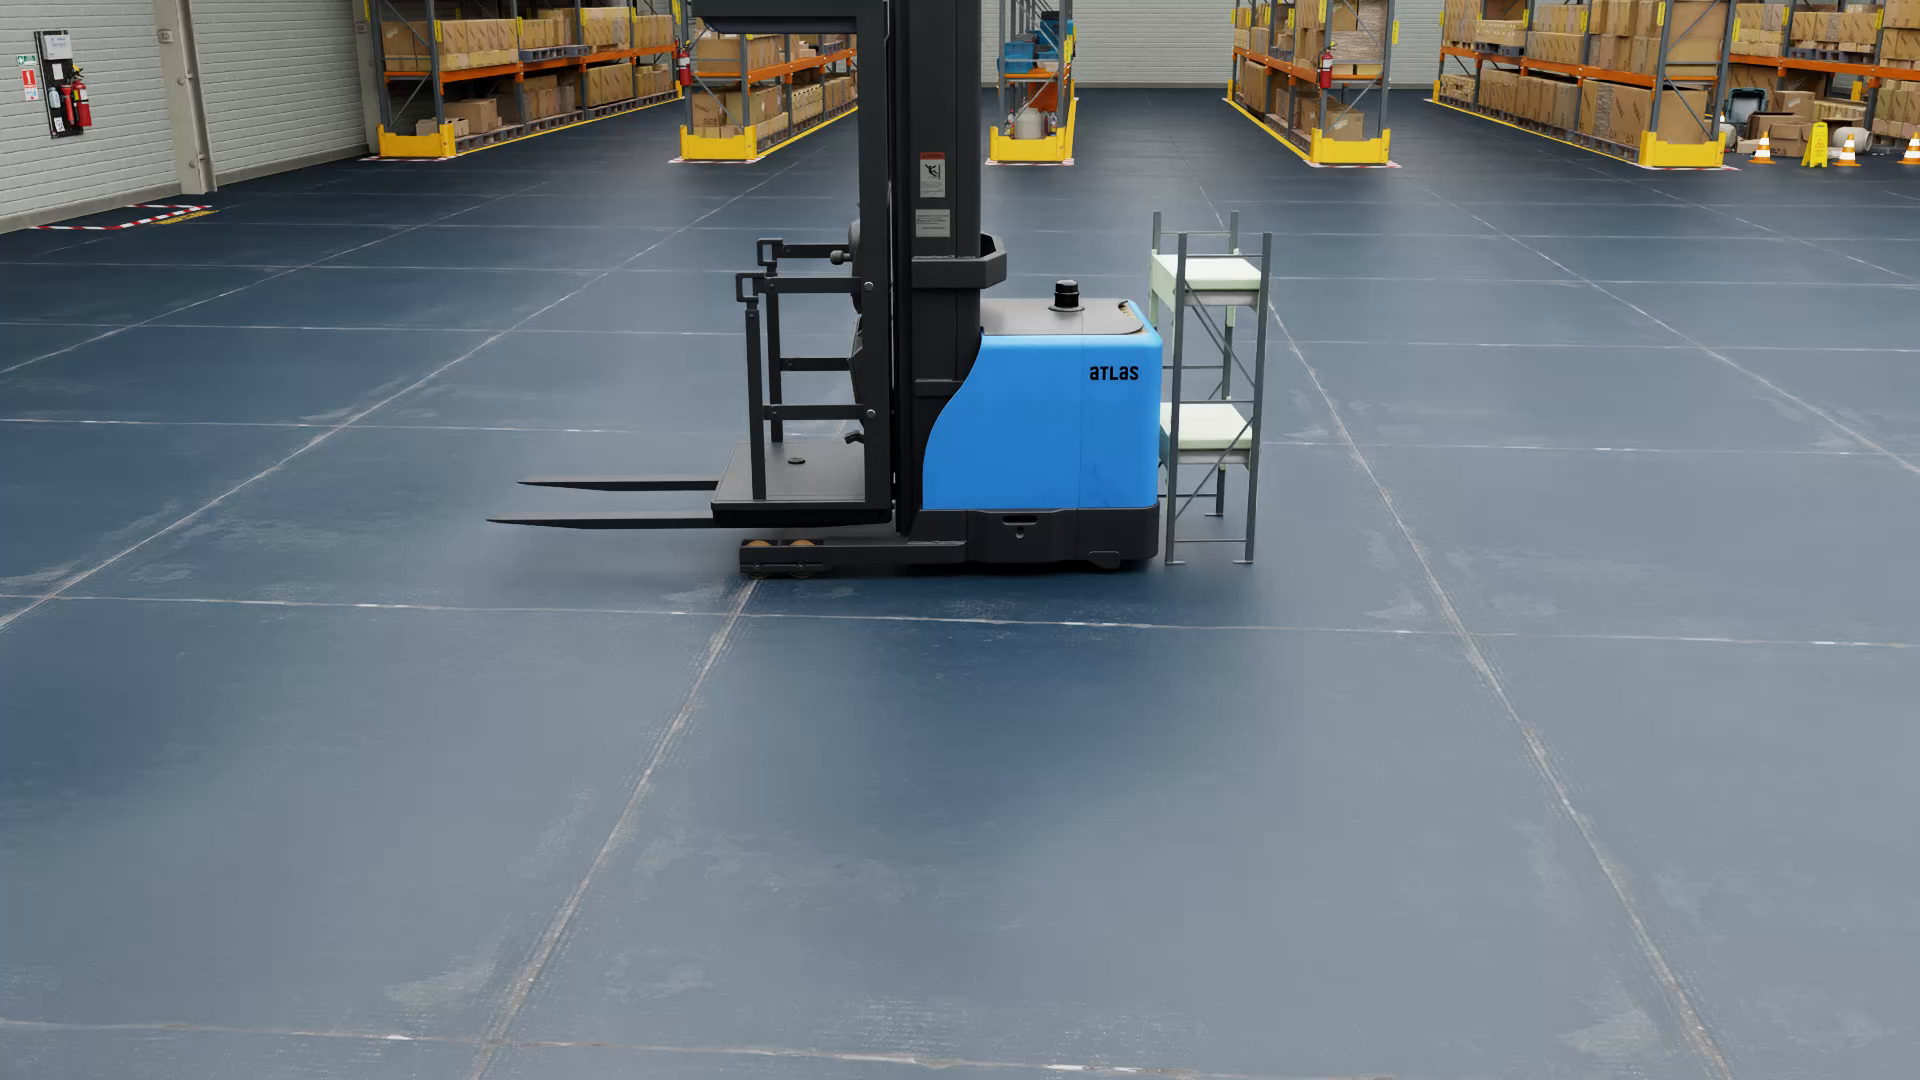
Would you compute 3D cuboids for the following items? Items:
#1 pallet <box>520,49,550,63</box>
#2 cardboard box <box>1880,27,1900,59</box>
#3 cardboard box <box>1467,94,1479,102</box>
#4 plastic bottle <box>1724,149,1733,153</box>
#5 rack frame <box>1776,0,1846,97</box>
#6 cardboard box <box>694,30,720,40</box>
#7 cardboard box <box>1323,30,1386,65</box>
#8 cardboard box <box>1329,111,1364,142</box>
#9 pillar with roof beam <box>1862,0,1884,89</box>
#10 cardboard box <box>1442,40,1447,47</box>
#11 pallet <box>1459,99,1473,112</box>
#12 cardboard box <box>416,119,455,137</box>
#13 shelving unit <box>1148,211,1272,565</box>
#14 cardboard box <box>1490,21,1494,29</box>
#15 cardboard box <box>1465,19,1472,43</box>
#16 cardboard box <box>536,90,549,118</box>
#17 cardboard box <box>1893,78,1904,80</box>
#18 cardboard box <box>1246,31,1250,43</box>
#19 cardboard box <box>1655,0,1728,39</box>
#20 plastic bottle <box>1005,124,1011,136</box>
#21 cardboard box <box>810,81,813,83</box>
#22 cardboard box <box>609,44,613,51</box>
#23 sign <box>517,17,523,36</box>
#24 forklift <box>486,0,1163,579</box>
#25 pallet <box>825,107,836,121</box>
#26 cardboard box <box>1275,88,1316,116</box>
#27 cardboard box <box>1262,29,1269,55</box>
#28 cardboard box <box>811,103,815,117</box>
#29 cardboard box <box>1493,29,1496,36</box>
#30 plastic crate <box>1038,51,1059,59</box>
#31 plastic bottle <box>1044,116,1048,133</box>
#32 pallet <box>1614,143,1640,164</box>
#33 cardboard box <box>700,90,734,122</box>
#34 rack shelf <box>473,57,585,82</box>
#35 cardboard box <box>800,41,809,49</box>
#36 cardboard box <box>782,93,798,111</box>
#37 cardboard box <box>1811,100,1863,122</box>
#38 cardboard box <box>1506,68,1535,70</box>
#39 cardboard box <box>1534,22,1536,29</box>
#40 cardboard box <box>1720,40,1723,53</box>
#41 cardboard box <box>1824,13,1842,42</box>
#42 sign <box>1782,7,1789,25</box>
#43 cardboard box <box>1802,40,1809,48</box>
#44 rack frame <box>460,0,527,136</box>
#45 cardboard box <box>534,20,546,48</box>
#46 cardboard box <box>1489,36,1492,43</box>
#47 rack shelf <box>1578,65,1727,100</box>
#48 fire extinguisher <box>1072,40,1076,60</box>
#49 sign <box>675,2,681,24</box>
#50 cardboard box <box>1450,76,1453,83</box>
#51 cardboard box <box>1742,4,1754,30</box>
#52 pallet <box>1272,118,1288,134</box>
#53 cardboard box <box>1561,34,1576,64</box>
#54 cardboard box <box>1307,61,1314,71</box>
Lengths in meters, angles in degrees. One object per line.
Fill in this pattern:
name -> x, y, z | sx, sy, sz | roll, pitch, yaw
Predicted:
pallet -> -8.289, -9.011, 30.913 | 1.003, 0.211, 1.213 | 1, 18, 4
cardboard box -> 15.908, -8.373, 28.021 | 0.500, 0.500, 0.500 | 1, 18, 4
cardboard box -> 11.535, -9.853, 37.079 | 0.380, 0.149, 0.250 | 2, 18, 5
plastic bottle -> 12.564, -6.407, 27.377 | 0.283, 0.061, 0.133 | -5, 19, -15
rack frame -> 16.504, -9.557, 32.272 | 1.000, 3.000, 0.127 | 1, 18, 4
cardboard box -> -3.997, -7.995, 26.302 | 0.380, 0.149, 0.250 | 1, 18, 3
cardboard box -> 6.113, -7.653, 25.822 | 0.875, 0.500, 0.500 | 1, 18, 4
cardboard box -> 6.108, -6.499, 26.279 | 0.500, 0.500, 0.500 | 5, 19, 14
pillar with roof beam -> 18.827, -15.696, 41.374 | 9.100, 9.000, 0.400 | 1, 18, 4
cardboard box -> 11.783, -11.908, 39.851 | 0.380, 0.149, 0.250 | 1, 18, 3
pallet -> 11.860, -9.763, 37.378 | 1.003, 0.211, 1.213 | 1, 18, 4
cardboard box -> -8.636, -6.770, 27.377 | 0.500, 0.311, 0.500 | -1, 18, -2
shelving unit -> 1.125, -0.720, 7.712 | 0.431, 1.500, 0.755 | -1, 18, -2
cardboard box -> 11.268, -10.728, 34.619 | 0.380, 0.149, 0.250 | 2, 18, 6
cardboard box -> 11.638, -11.385, 37.213 | 0.500, 0.500, 0.500 | 1, 18, 2
cardboard box -> -8.389, -8.437, 32.162 | 0.700, 0.500, 0.500 | 1, 18, 5
cardboard box -> 21.653, -10.329, 37.969 | 0.500, 0.500, 0.500 | 2, 18, 5
cardboard box -> 6.677, -11.234, 37.152 | 0.500, 0.250, 0.500 | 1, 18, 3
cardboard box -> 11.052, -7.850, 25.089 | 0.875, 0.550, 0.550 | 1, 18, 4
plastic bottle -> 0.801, -6.864, 27.840 | 0.097, 0.201, 0.097 | 0, 18, 0
cardboard box -> -3.390, -9.478, 35.340 | 0.500, 0.500, 0.500 | 1, 18, 2
cardboard box -> -7.792, -10.738, 36.246 | 0.380, 0.149, 0.250 | 1, 18, 2
sign -> -7.947, -9.269, 30.004 | 0.100, 0.325, 0.005 | 1, 18, 4
forklift -> -0.630, -1.388, 7.452 | 3.031, 2.935, 1.130 | 0, 18, -1
pallet -> -3.169, -8.906, 34.765 | 1.003, 0.211, 1.213 | 1, 18, 4
cardboard box -> 6.592, -8.591, 32.632 | 0.700, 0.500, 0.500 | 0, 18, 1
cardboard box -> 6.450, -10.139, 33.889 | 0.500, 0.500, 0.500 | 1, 18, 3
cardboard box -> -3.128, -8.408, 32.508 | 0.500, 0.250, 0.500 | 2, 18, 5
cardboard box -> 11.250, -10.502, 34.408 | 0.380, 0.149, 0.250 | 1, 18, 3
plastic crate -> 1.584, -8.226, 28.449 | 0.499, 0.251, 0.616 | 1, 18, 4
plastic bottle -> 1.476, -7.150, 28.583 | 0.061, 0.283, 0.133 | 1, 18, 4
pallet -> 10.966, -6.076, 26.129 | 1.003, 0.211, 1.213 | 1, 18, 4
cardboard box -> -4.035, -7.249, 27.767 | 0.500, 0.500, 0.500 | 1, 18, 4
rack shelf -> -8.345, -9.147, 32.176 | 1.077, 0.370, 4.000 | 1, 18, 4
cardboard box -> -3.330, -9.846, 33.298 | 0.500, 0.311, 0.500 | 2, 18, 7
cardboard box -> -3.269, -8.040, 30.485 | 0.500, 0.311, 0.500 | 1, 18, 4
cardboard box -> 16.409, -8.103, 31.381 | 0.950, 0.372, 0.625 | 1, 18, 3
cardboard box -> 12.045, -10.010, 35.789 | 0.500, 0.250, 0.500 | 1, 18, 2
cardboard box -> 11.862, -10.464, 33.815 | 0.380, 0.149, 0.250 | 2, 18, 6
cardboard box -> 16.461, -10.437, 35.198 | 0.500, 0.250, 0.500 | 1, 18, 3
cardboard box -> 16.136, -9.329, 30.263 | 0.500, 0.500, 0.500 | 1, 18, 2
sign -> 15.951, -10.119, 32.127 | 0.100, 0.325, 0.005 | 1, 18, 4
cardboard box -> 16.176, -9.369, 31.429 | 0.380, 0.149, 0.250 | 0, 18, 0
rack frame -> -8.489, -8.868, 30.169 | 1.000, 3.000, 0.127 | 1, 18, 4
cardboard box -> -8.355, -9.660, 31.720 | 0.700, 0.500, 0.500 | 4, 19, 11
cardboard box -> 11.271, -10.441, 34.699 | 0.380, 0.149, 0.250 | 1, 18, 3
rack shelf -> 11.130, -7.431, 26.939 | 1.077, 0.370, 4.000 | 1, 18, 4
fire extinguisher -> 2.717, -12.196, 41.050 | 0.296, 0.674, 0.183 | 1, 18, 4
sign -> -4.374, -8.195, 25.876 | 0.100, 0.325, 0.005 | 1, 18, 4
cardboard box -> 11.776, -10.851, 39.169 | 0.380, 0.149, 0.250 | 0, 18, 1
cardboard box -> 16.395, -10.717, 34.045 | 0.500, 0.500, 0.500 | 1, 18, 3
pallet -> 6.472, -7.833, 31.488 | 1.003, 0.211, 1.213 | 1, 18, 4
cardboard box -> 11.080, -8.766, 29.699 | 0.500, 0.500, 0.500 | 1, 18, 3
cardboard box -> 5.864, -7.736, 27.117 | 0.380, 0.149, 0.250 | 1, 18, 4
